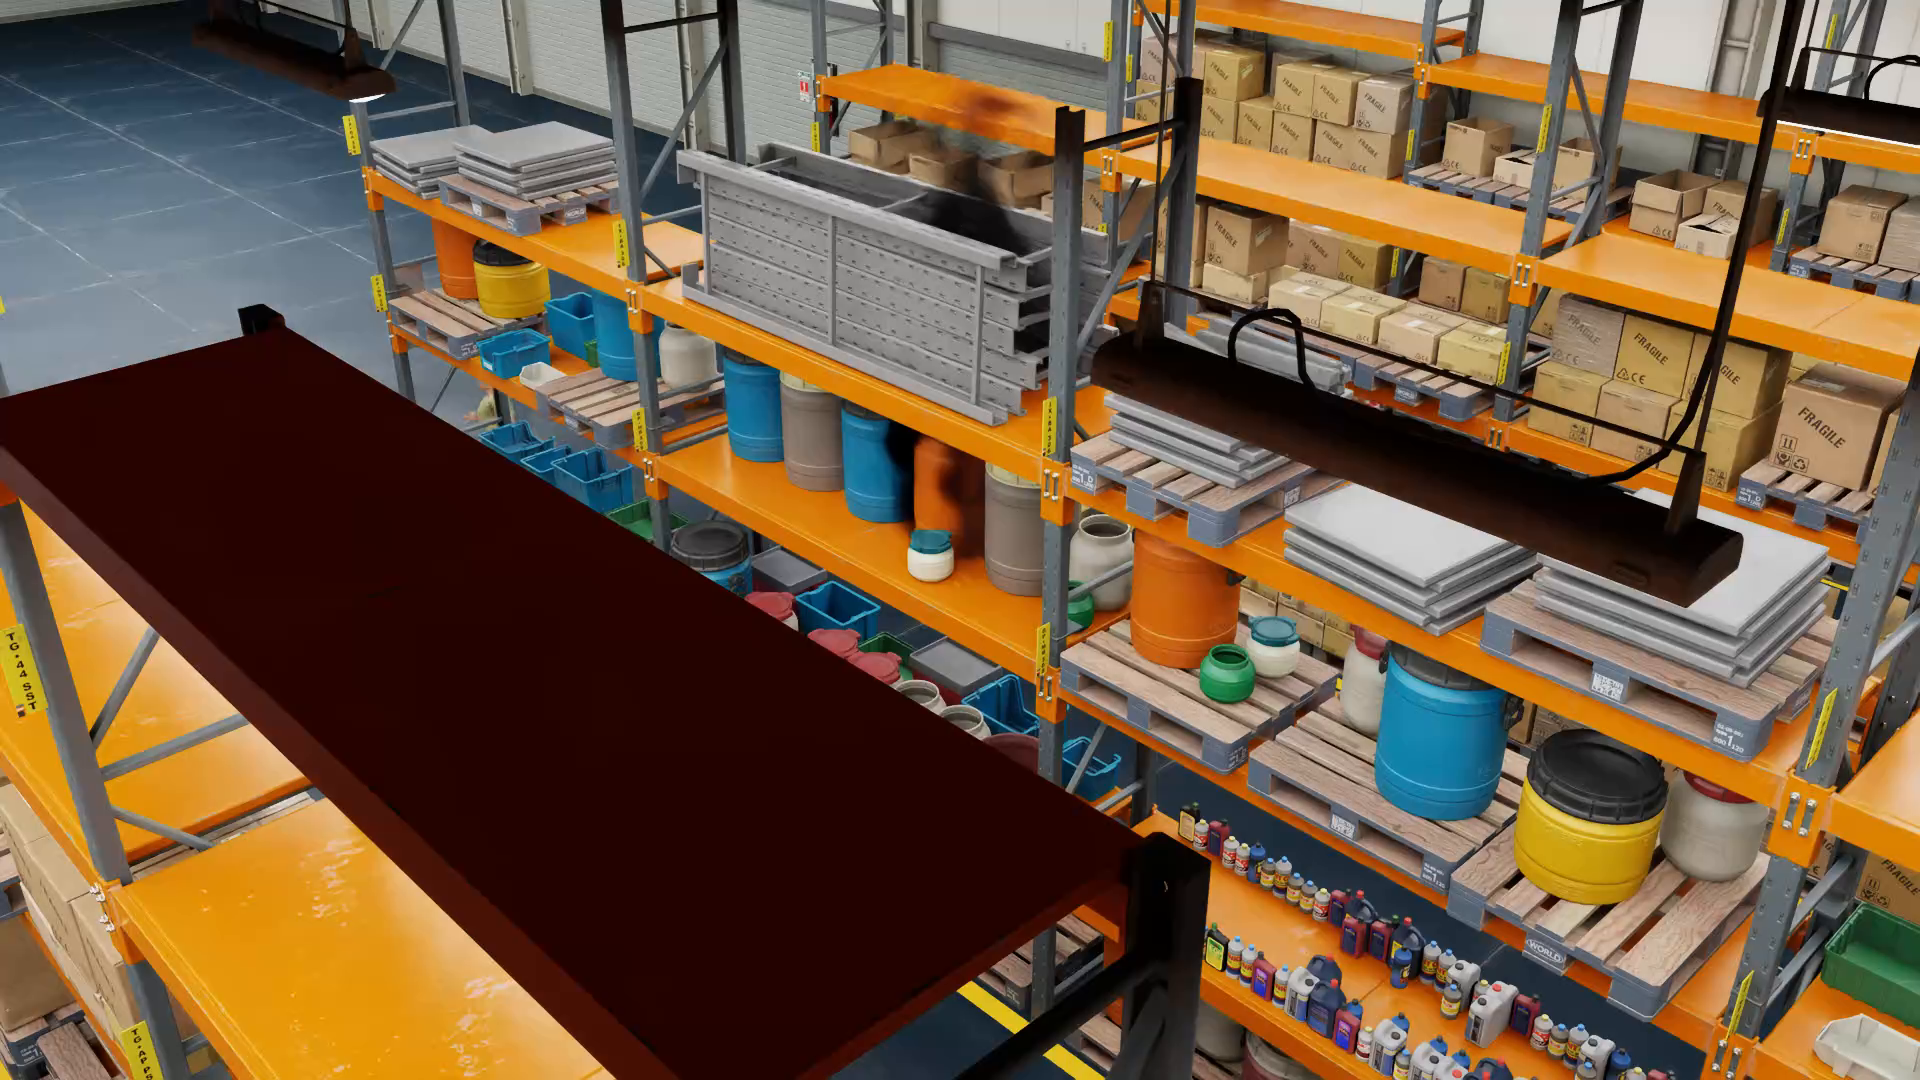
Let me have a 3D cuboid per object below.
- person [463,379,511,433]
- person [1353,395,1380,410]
[{"bbox_3d":[-4.696,-0.963,16.908,0.679,1.684,0.554,0,28,0],"label":"person"},{"bbox_3d":[4.186,-1.330,17.502,0.633,1.732,0.670,11,30,19],"label":"person"}]
